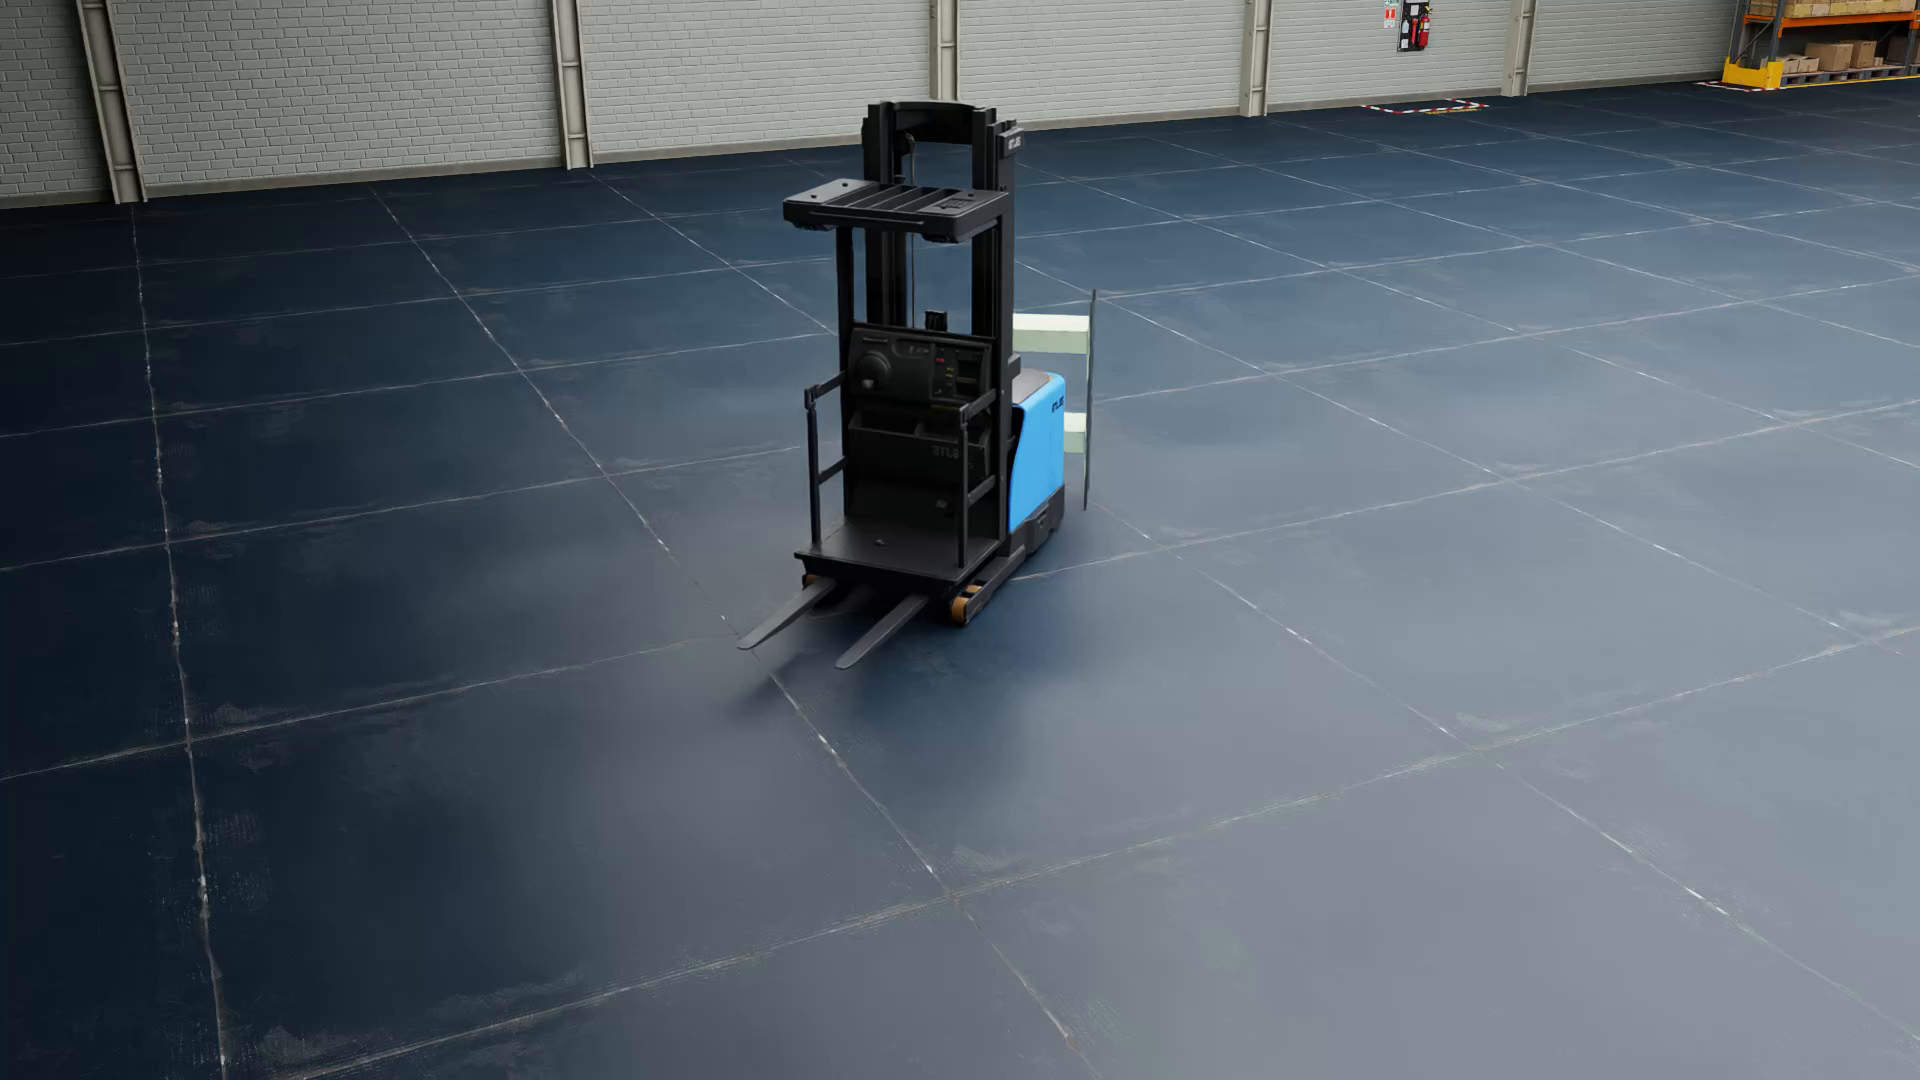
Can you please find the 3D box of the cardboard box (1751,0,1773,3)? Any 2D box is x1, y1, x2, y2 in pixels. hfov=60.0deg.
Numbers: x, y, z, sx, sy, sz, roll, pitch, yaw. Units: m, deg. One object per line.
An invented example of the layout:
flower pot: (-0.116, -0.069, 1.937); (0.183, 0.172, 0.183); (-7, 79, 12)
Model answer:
cardboard box: (16.056, -10.908, 32.869); (0.500, 0.500, 0.500); (-11, 25, -24)

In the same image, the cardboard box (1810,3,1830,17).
cardboard box: (16.762, -10.473, 32.798); (0.500, 0.250, 0.500); (-11, 25, -25)

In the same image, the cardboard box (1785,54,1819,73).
cardboard box: (16.899, -9.609, 33.483); (0.500, 0.311, 0.500); (-8, 24, -19)

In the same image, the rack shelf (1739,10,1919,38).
rack shelf: (17.525, -10.470, 33.561); (4.000, 0.370, 1.077); (-10, 25, -24)

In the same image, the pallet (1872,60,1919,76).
pallet: (20.028, -9.975, 35.071); (1.213, 0.211, 1.003); (-10, 25, -24)

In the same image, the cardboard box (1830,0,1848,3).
cardboard box: (17.202, -10.894, 32.836); (0.500, 0.500, 0.500); (-11, 25, -25)

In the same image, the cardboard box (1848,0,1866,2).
cardboard box: (17.662, -10.984, 33.053); (0.500, 0.500, 0.500); (-10, 24, -22)

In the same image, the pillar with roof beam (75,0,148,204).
pillar with roof beam: (-9.186, -7.196, 16.869); (0.400, 9.000, 9.100); (-10, 25, -24)

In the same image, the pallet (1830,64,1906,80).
pallet: (18.738, -9.722, 34.460); (1.213, 0.211, 1.003); (-10, 25, -24)

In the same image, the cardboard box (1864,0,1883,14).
cardboard box: (18.133, -10.722, 33.400); (0.500, 0.250, 0.500); (-11, 25, -24)

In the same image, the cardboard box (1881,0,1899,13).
cardboard box: (18.580, -10.811, 33.615); (0.500, 0.250, 0.500); (-10, 25, -23)

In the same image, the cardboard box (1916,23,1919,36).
cardboard box: (20.379, -10.731, 34.964); (0.500, 0.250, 0.500); (-11, 25, -25)

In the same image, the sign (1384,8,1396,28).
sign: (7.786, -9.453, 30.117); (0.234, 0.329, 0.001); (-10, 25, -24)

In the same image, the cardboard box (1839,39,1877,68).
cardboard box: (18.410, -9.996, 34.170); (0.500, 0.500, 0.500); (-12, 26, -28)

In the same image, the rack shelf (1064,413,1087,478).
rack shelf: (0.547, -0.698, 11.828); (0.720, 0.370, 0.431); (3, 23, 6)

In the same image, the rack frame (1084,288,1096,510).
rack frame: (0.910, -0.983, 11.664); (0.023, 1.500, 0.400); (3, 23, 6)

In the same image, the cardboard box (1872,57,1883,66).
cardboard box: (18.858, -9.929, 34.443); (0.250, 0.166, 0.380); (-14, 26, -30)

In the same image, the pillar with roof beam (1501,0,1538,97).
pillar with roof beam: (12.440, -11.177, 26.487); (0.400, 9.000, 9.100); (-10, 25, -24)

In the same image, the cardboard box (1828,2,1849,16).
cardboard box: (17.224, -10.555, 32.997); (0.500, 0.250, 0.500); (-11, 25, -24)

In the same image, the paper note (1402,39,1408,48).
paper note: (8.140, -9.080, 30.415); (0.142, 0.148, 0.016); (-10, 25, -24)

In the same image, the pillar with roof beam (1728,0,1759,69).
pillar with roof beam: (17.846, -12.173, 28.891); (0.400, 9.000, 9.100); (-10, 25, -24)

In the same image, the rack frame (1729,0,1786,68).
rack frame: (15.723, -10.470, 32.622); (0.127, 3.000, 1.000); (-10, 25, -24)

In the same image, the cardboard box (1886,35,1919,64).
cardboard box: (19.984, -10.310, 34.928); (0.500, 0.500, 0.700); (-10, 24, -22)

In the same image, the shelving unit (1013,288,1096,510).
shelving unit: (0.547, -0.999, 11.703); (0.755, 1.500, 0.431); (3, 23, 6)

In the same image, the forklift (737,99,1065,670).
forklift: (-0.331, -1.032, 9.910); (1.130, 2.935, 3.031); (9, 24, 22)

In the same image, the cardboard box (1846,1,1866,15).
cardboard box: (17.680, -10.638, 33.198); (0.500, 0.250, 0.500); (-10, 25, -23)

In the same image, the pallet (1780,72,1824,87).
pallet: (16.539, -9.317, 33.482); (1.213, 0.211, 1.003); (-10, 25, -24)

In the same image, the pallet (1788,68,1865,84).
pallet: (17.637, -9.518, 33.967); (1.213, 0.211, 1.003); (-10, 25, -24)

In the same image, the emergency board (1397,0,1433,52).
emergency board: (8.329, -9.492, 30.260); (0.643, 1.169, 0.194); (-10, 25, -24)

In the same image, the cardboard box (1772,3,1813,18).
cardboard box: (16.301, -10.382, 32.578); (0.500, 0.250, 0.500); (-11, 25, -25)

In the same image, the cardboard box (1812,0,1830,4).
cardboard box: (16.733, -10.811, 32.634); (0.500, 0.500, 0.500); (-10, 25, -23)

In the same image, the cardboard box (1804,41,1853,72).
cardboard box: (17.582, -9.801, 33.699); (0.500, 0.500, 0.700); (-12, 25, -27)

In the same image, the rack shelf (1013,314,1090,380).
rack shelf: (0.547, -1.360, 11.554); (0.720, 0.370, 0.431); (3, 23, 6)

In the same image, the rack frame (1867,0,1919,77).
rack frame: (19.327, -11.134, 34.225); (0.127, 3.000, 1.000); (-10, 25, -24)

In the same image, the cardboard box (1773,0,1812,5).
cardboard box: (16.284, -10.732, 32.445); (0.500, 0.500, 0.500); (-10, 25, -24)

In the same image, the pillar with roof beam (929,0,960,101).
pillar with roof beam: (1.627, -9.187, 21.678); (0.400, 9.000, 9.100); (-10, 25, -24)

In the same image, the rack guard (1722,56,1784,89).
rack guard: (15.792, -9.328, 33.131); (0.348, 0.500, 1.175); (-10, 25, -24)

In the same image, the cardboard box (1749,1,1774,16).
cardboard box: (16.060, -10.554, 32.996); (0.500, 0.250, 0.500); (-10, 25, -23)

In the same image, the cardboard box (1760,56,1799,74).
cardboard box: (16.386, -9.515, 33.254); (0.500, 0.311, 0.500); (-14, 26, -30)

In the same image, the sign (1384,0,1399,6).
sign: (7.794, -9.695, 30.010); (0.331, 0.109, 0.001); (-10, 25, -24)

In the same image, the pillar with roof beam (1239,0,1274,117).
pillar with roof beam: (7.033, -10.182, 24.082); (0.400, 9.000, 9.100); (-10, 25, -24)

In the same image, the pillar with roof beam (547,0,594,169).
pillar with roof beam: (-3.779, -8.192, 19.274); (0.400, 9.000, 9.100); (-10, 25, -24)

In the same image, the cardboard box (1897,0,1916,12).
cardboard box: (19.032, -10.891, 33.808); (0.500, 0.250, 0.500); (-10, 25, -23)

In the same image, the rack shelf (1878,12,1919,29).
rack shelf: (21.130, -11.133, 35.164); (4.000, 0.370, 1.077); (-10, 25, -24)
